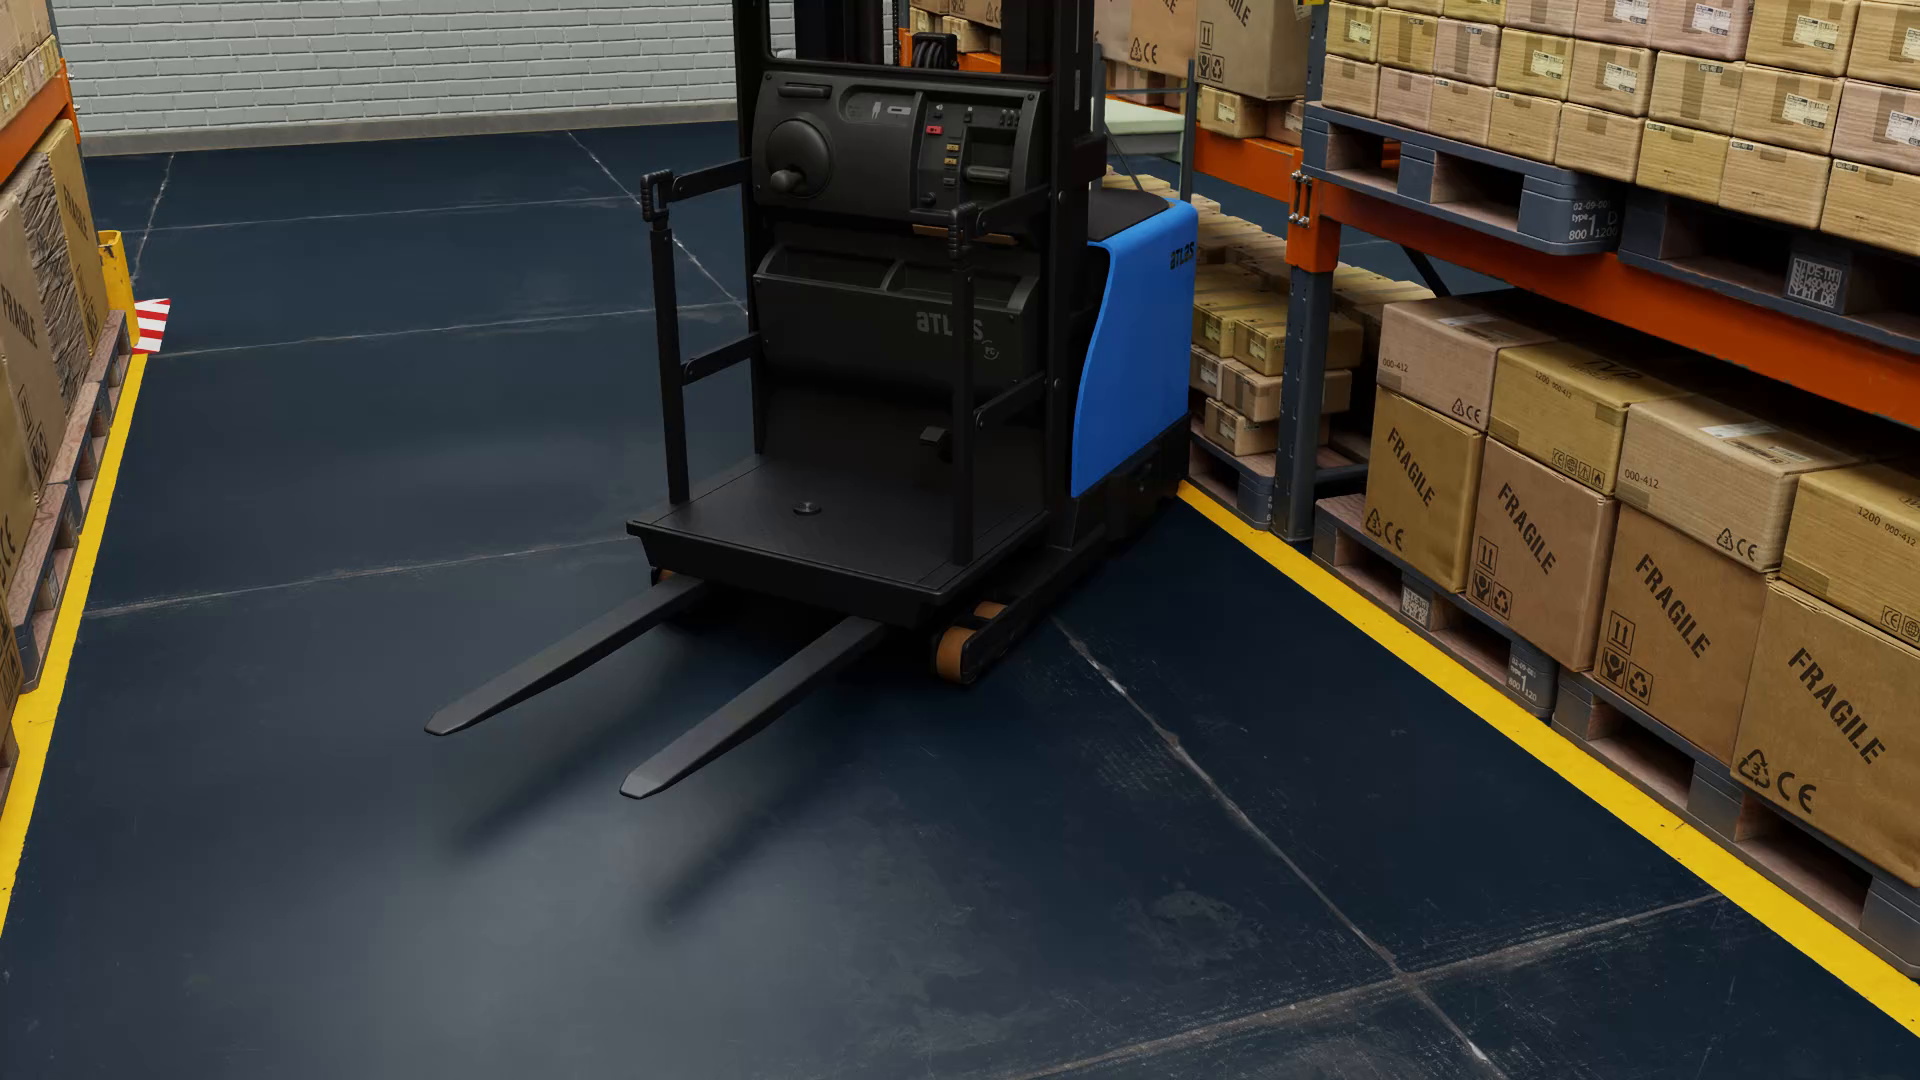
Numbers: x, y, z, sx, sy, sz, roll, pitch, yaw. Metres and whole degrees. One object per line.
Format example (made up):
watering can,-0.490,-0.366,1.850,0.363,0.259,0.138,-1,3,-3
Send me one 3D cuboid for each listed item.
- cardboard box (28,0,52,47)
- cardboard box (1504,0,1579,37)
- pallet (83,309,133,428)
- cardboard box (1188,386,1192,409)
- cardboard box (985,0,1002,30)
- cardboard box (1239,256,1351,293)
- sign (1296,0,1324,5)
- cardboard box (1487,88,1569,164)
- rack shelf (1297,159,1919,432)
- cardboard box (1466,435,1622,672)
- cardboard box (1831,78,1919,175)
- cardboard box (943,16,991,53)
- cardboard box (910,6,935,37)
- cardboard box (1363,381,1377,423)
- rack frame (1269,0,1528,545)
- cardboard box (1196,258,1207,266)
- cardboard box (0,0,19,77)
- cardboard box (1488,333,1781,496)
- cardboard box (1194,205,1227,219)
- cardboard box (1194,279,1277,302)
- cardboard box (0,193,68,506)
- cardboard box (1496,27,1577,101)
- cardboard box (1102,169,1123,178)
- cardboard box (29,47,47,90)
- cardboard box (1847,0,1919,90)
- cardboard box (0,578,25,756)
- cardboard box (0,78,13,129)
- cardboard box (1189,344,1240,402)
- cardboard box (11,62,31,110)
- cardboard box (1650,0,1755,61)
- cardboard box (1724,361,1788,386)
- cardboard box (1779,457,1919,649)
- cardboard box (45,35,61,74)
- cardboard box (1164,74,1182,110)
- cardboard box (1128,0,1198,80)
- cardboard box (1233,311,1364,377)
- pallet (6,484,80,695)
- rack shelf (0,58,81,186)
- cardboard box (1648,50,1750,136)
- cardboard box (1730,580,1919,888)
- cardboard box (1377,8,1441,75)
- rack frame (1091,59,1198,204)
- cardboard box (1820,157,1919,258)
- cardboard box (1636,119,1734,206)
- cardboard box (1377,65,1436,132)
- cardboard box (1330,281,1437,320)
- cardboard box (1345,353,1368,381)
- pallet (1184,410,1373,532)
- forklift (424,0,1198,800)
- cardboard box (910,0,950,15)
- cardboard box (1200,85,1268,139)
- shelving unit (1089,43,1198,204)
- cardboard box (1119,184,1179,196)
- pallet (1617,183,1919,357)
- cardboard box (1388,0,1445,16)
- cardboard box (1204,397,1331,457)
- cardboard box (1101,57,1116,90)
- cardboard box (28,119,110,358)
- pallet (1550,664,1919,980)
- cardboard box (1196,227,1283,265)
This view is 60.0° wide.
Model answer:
cardboard box,-4.098,-2.193,6.902,0.500,0.250,0.500,-9,24,-20
cardboard box,1.559,-1.316,4.027,0.380,0.149,0.250,-9,24,-20
pallet,-4.162,-0.700,7.139,1.003,0.211,1.213,-8,24,-19
cardboard box,0.947,-0.624,6.498,0.380,0.149,0.250,-9,25,-21
cardboard box,0.433,-2.520,7.356,0.500,0.500,0.500,-8,24,-18
cardboard box,1.353,-1.048,6.738,0.380,0.149,0.250,-9,24,-20
sign,1.067,-1.777,4.990,0.100,0.325,0.005,-8,24,-19
cardboard box,1.556,-1.044,4.148,0.380,0.149,0.250,-8,24,-18
rack shelf,2.278,-0.397,3.756,1.077,0.370,4.000,-8,24,-19
cardboard box,1.773,0.000,4.566,0.500,0.500,0.500,-7,24,-17
cardboard box,1.926,-0.802,3.191,0.380,0.149,0.250,-8,24,-18
cardboard box,0.140,-2.438,7.997,0.380,0.149,0.250,-9,24,-20
cardboard box,-0.034,-2.630,8.452,0.380,0.149,0.250,-9,24,-19
cardboard box,1.744,-0.512,6.232,0.380,0.149,0.250,-9,25,-21
rack frame,1.572,-1.455,5.341,1.000,3.000,0.127,-8,24,-19
cardboard box,0.780,-1.070,6.792,0.380,0.149,0.250,-10,25,-22
cardboard box,-3.739,-1.824,6.026,0.500,0.250,0.500,-9,25,-21
cardboard box,1.776,-0.345,4.418,0.500,0.250,0.500,-8,24,-18
cardboard box,0.997,-1.426,7.634,0.380,0.149,0.250,-9,25,-21
cardboard box,0.980,-0.880,6.339,0.380,0.149,0.250,-9,24,-19
cardboard box,-3.580,-0.604,5.515,0.875,0.875,0.875,-8,24,-19
cardboard box,1.558,-1.182,4.092,0.380,0.149,0.250,-9,25,-21
cardboard box,0.618,-1.806,8.537,0.380,0.149,0.250,-8,24,-18
cardboard box,-3.902,-1.879,6.669,0.380,0.149,0.250,-8,24,-19
cardboard box,1.928,-0.939,3.133,0.380,0.149,0.250,-7,24,-16
cardboard box,-2.859,0.204,3.599,1.225,0.875,0.875,-8,24,-19
cardboard box,-3.544,-1.510,5.793,0.380,0.149,0.250,-8,24,-18
cardboard box,1.056,-0.640,6.153,0.380,0.149,0.250,-10,25,-22
cardboard box,-3.721,-1.694,6.231,0.380,0.149,0.250,-9,24,-20
cardboard box,1.738,-1.131,3.589,0.380,0.149,0.250,-7,24,-17
cardboard box,2.240,-0.418,4.592,0.500,0.250,0.500,-7,24,-16
cardboard box,2.144,0.029,3.530,0.500,0.250,0.500,-8,24,-18
cardboard box,-4.083,-2.065,7.111,0.380,0.149,0.250,-8,24,-18
cardboard box,0.993,-1.698,6.241,0.380,0.149,0.250,-9,24,-20
cardboard box,0.954,-1.964,6.037,0.500,0.500,0.500,-9,24,-20
cardboard box,1.202,-0.703,5.919,0.380,0.149,0.250,-8,24,-17
pallet,-3.300,0.186,5.036,1.003,0.211,1.213,-8,24,-19
rack shelf,-3.811,-1.207,5.677,1.077,0.370,4.000,-8,24,-19
cardboard box,1.749,-0.988,3.632,0.380,0.149,0.250,-9,24,-20
cardboard box,2.126,0.374,3.678,0.500,0.500,0.500,-9,25,-21
cardboard box,1.374,-1.370,4.538,0.380,0.149,0.250,-9,24,-20
rack frame,0.638,-0.953,5.996,0.400,1.500,0.023,-8,22,-22
cardboard box,1.932,-0.663,3.243,0.380,0.149,0.250,-8,24,-17
cardboard box,1.747,-0.853,3.695,0.380,0.149,0.250,-9,24,-20
cardboard box,1.384,-1.227,4.582,0.380,0.149,0.250,-8,24,-18
cardboard box,1.602,-0.871,6.319,0.380,0.149,0.250,-7,24,-16
cardboard box,1.570,-0.727,6.361,0.380,0.149,0.250,-8,24,-19
pallet,1.301,-0.410,6.450,1.003,0.211,1.213,-8,24,-19
forklift,-0.301,-1.136,4.672,1.130,2.935,3.031,12,26,26
cardboard box,0.059,-2.891,8.235,0.500,0.500,0.500,-7,24,-16
cardboard box,1.059,-1.490,5.746,0.380,0.149,0.250,-9,24,-20
shelving unit,0.493,-1.074,6.310,0.431,1.500,0.755,-8,22,-22
cardboard box,0.860,-1.626,8.111,0.380,0.149,0.250,-9,25,-21
pallet,2.247,-0.627,3.623,1.003,0.211,1.213,-8,24,-19
cardboard box,1.385,-1.501,4.465,0.380,0.149,0.250,-8,24,-18
cardboard box,1.114,-0.431,6.040,0.380,0.149,0.250,-8,24,-18
cardboard box,0.788,-1.887,6.688,0.380,0.149,0.250,-9,24,-20
cardboard box,-4.216,-1.258,7.067,0.875,0.875,0.875,-8,24,-19
pallet,2.283,0.556,4.158,1.003,0.211,1.213,-8,24,-19
cardboard box,1.166,-1.239,7.192,0.380,0.149,0.250,-9,25,-21
